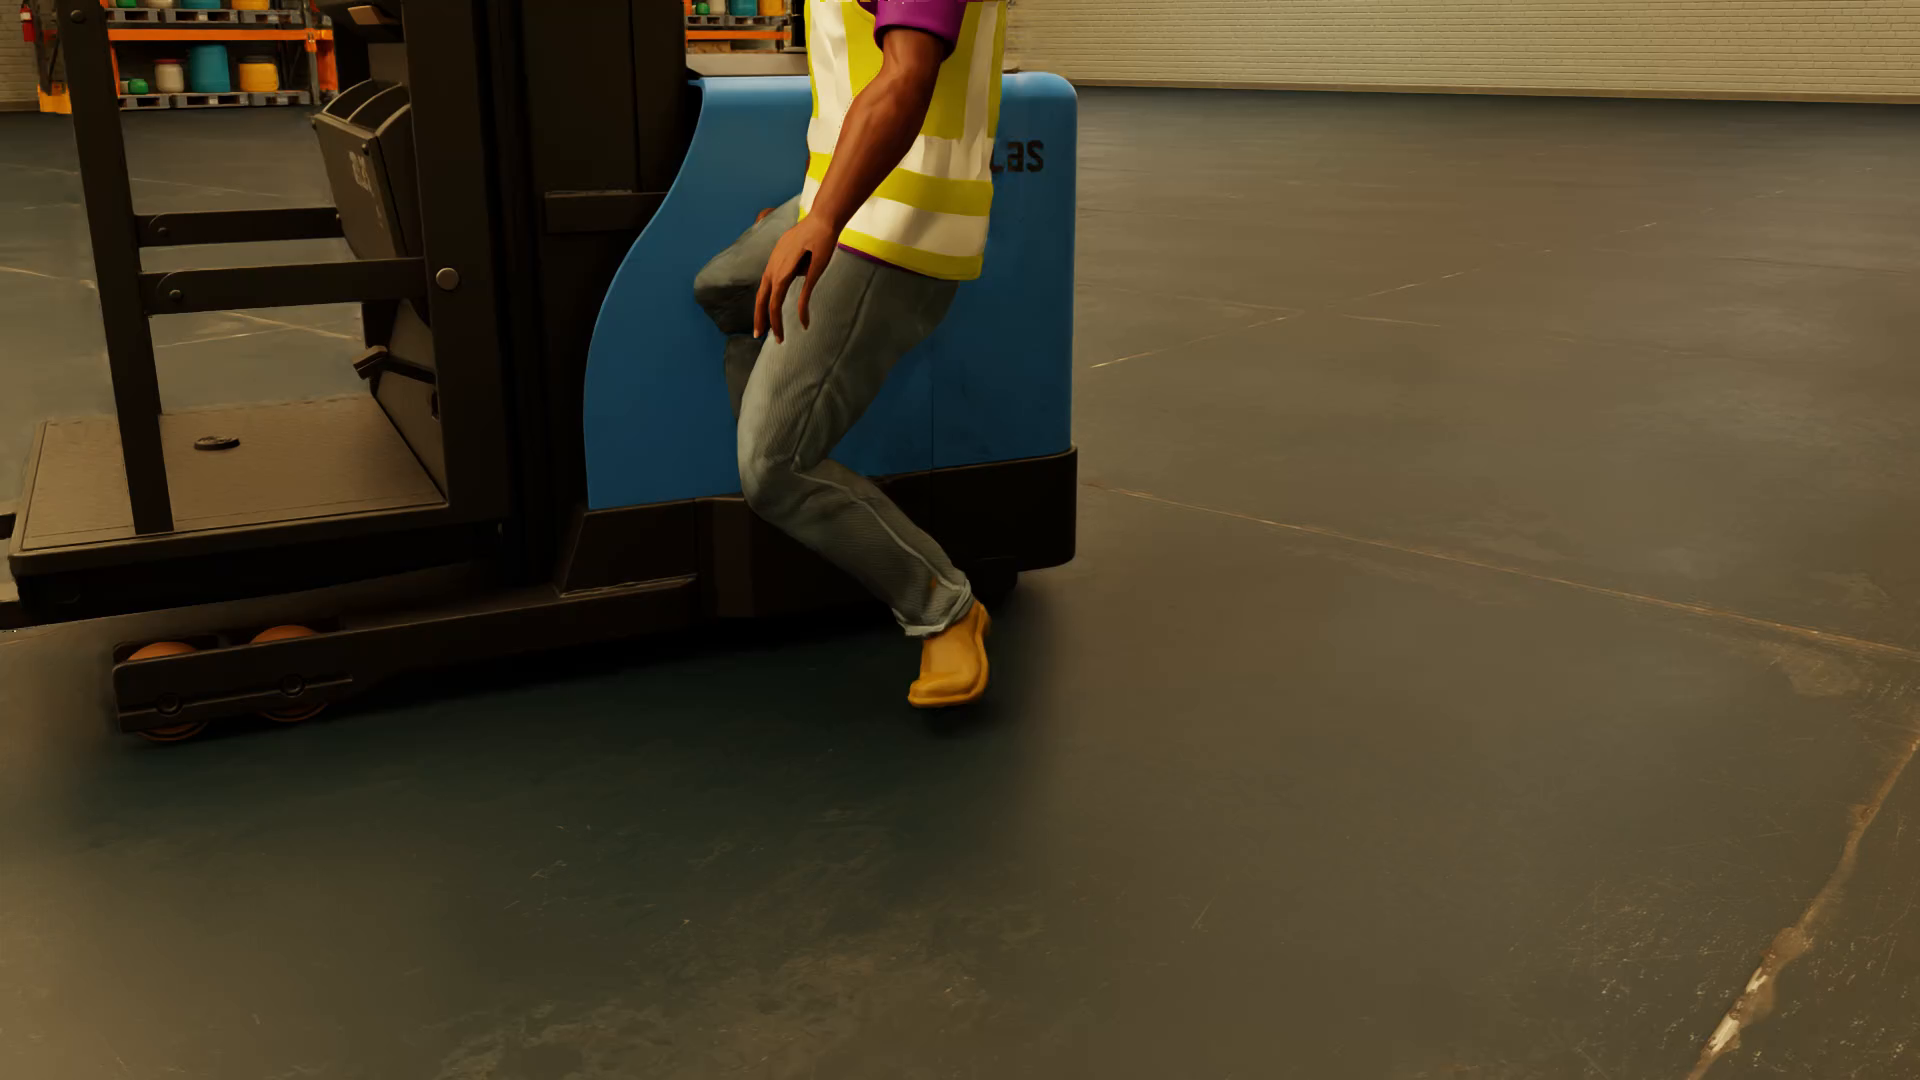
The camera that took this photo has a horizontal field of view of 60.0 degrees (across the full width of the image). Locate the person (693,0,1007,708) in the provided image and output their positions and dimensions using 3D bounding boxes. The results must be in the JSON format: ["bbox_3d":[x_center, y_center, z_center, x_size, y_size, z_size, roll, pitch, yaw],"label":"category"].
[{"bbox_3d":[-0.283,-0.542,2.781,0.716,1.663,0.802,0,17,-1],"label":"person"}]

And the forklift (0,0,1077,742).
[{"bbox_3d":[-1.308,-1.235,2.965,3.031,2.935,1.130,-8,19,-25],"label":"forklift"}]
